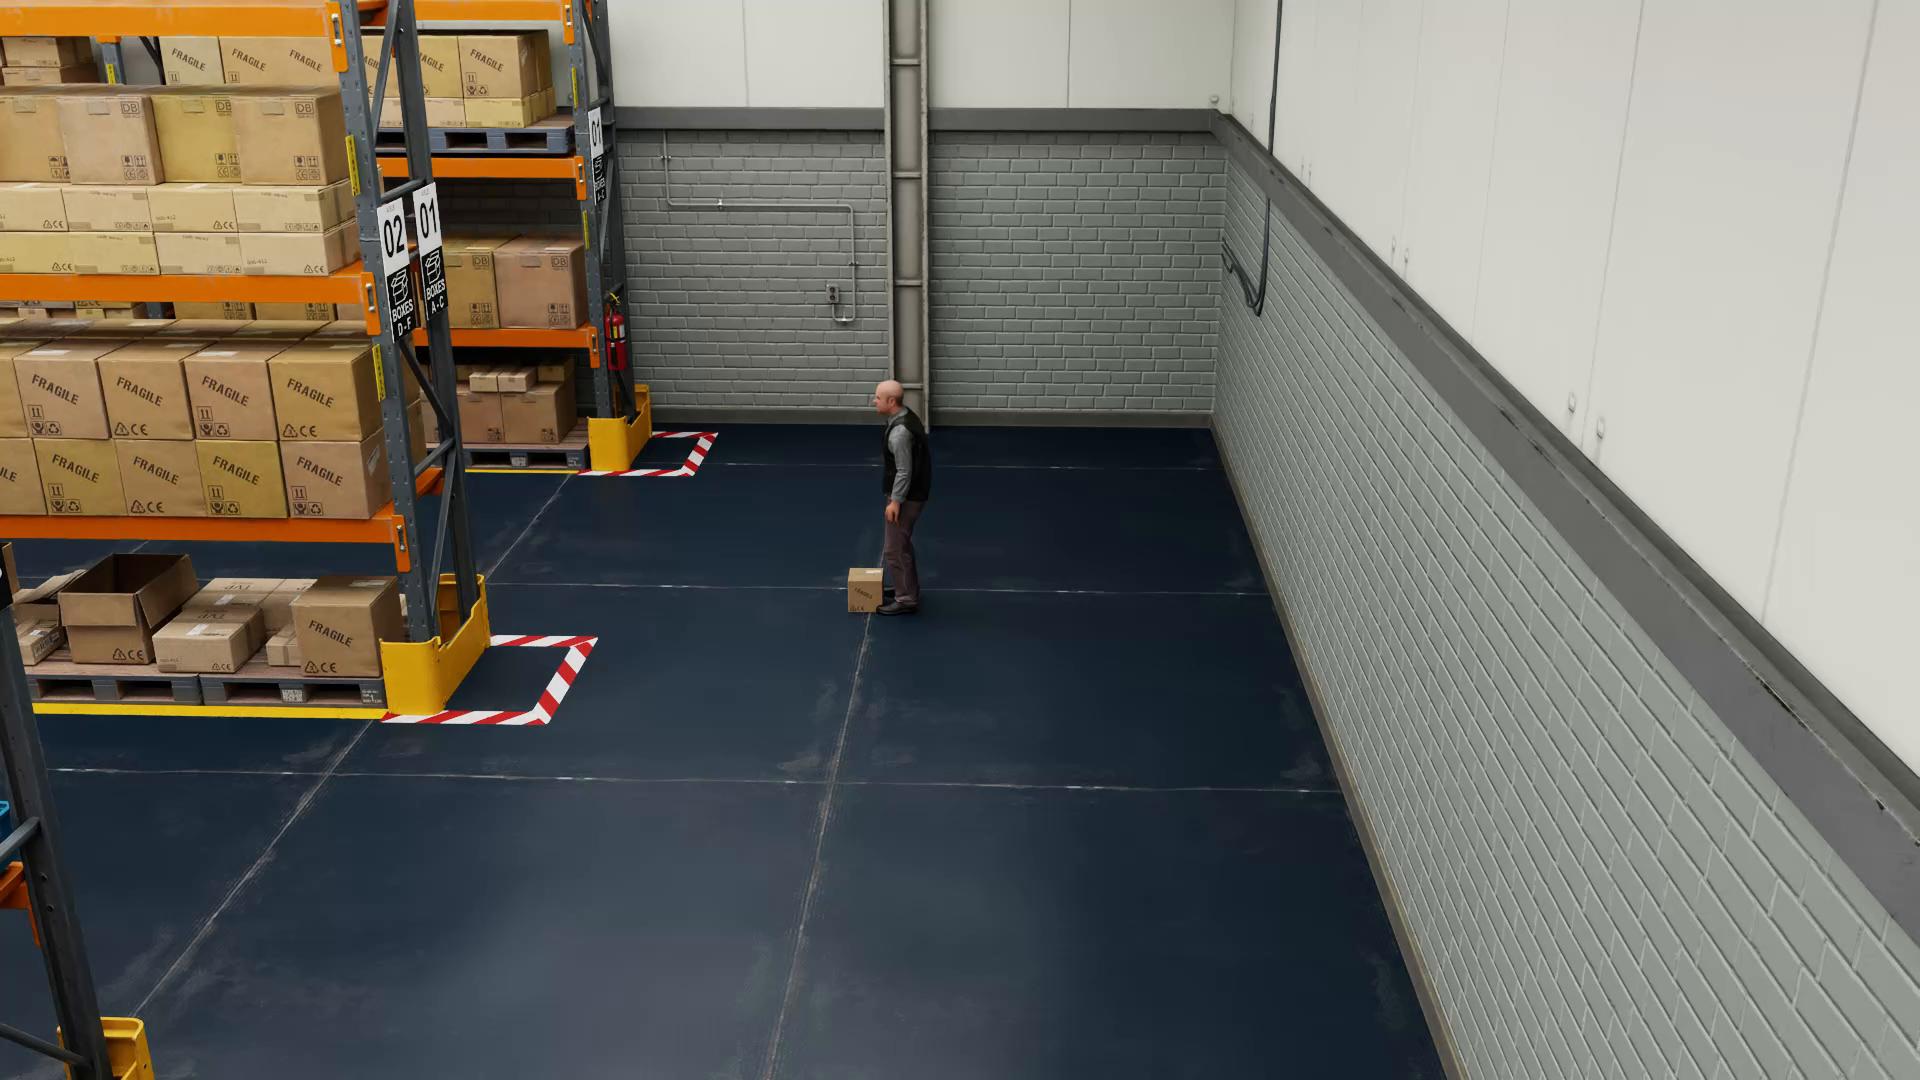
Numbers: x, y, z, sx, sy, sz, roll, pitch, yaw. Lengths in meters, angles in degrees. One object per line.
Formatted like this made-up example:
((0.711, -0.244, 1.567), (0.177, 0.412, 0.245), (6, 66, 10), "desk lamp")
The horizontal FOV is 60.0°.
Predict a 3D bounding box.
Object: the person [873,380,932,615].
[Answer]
((-0.409, -0.319, 11.959), (0.412, 1.722, 0.579), (0, 21, 0), "person")
